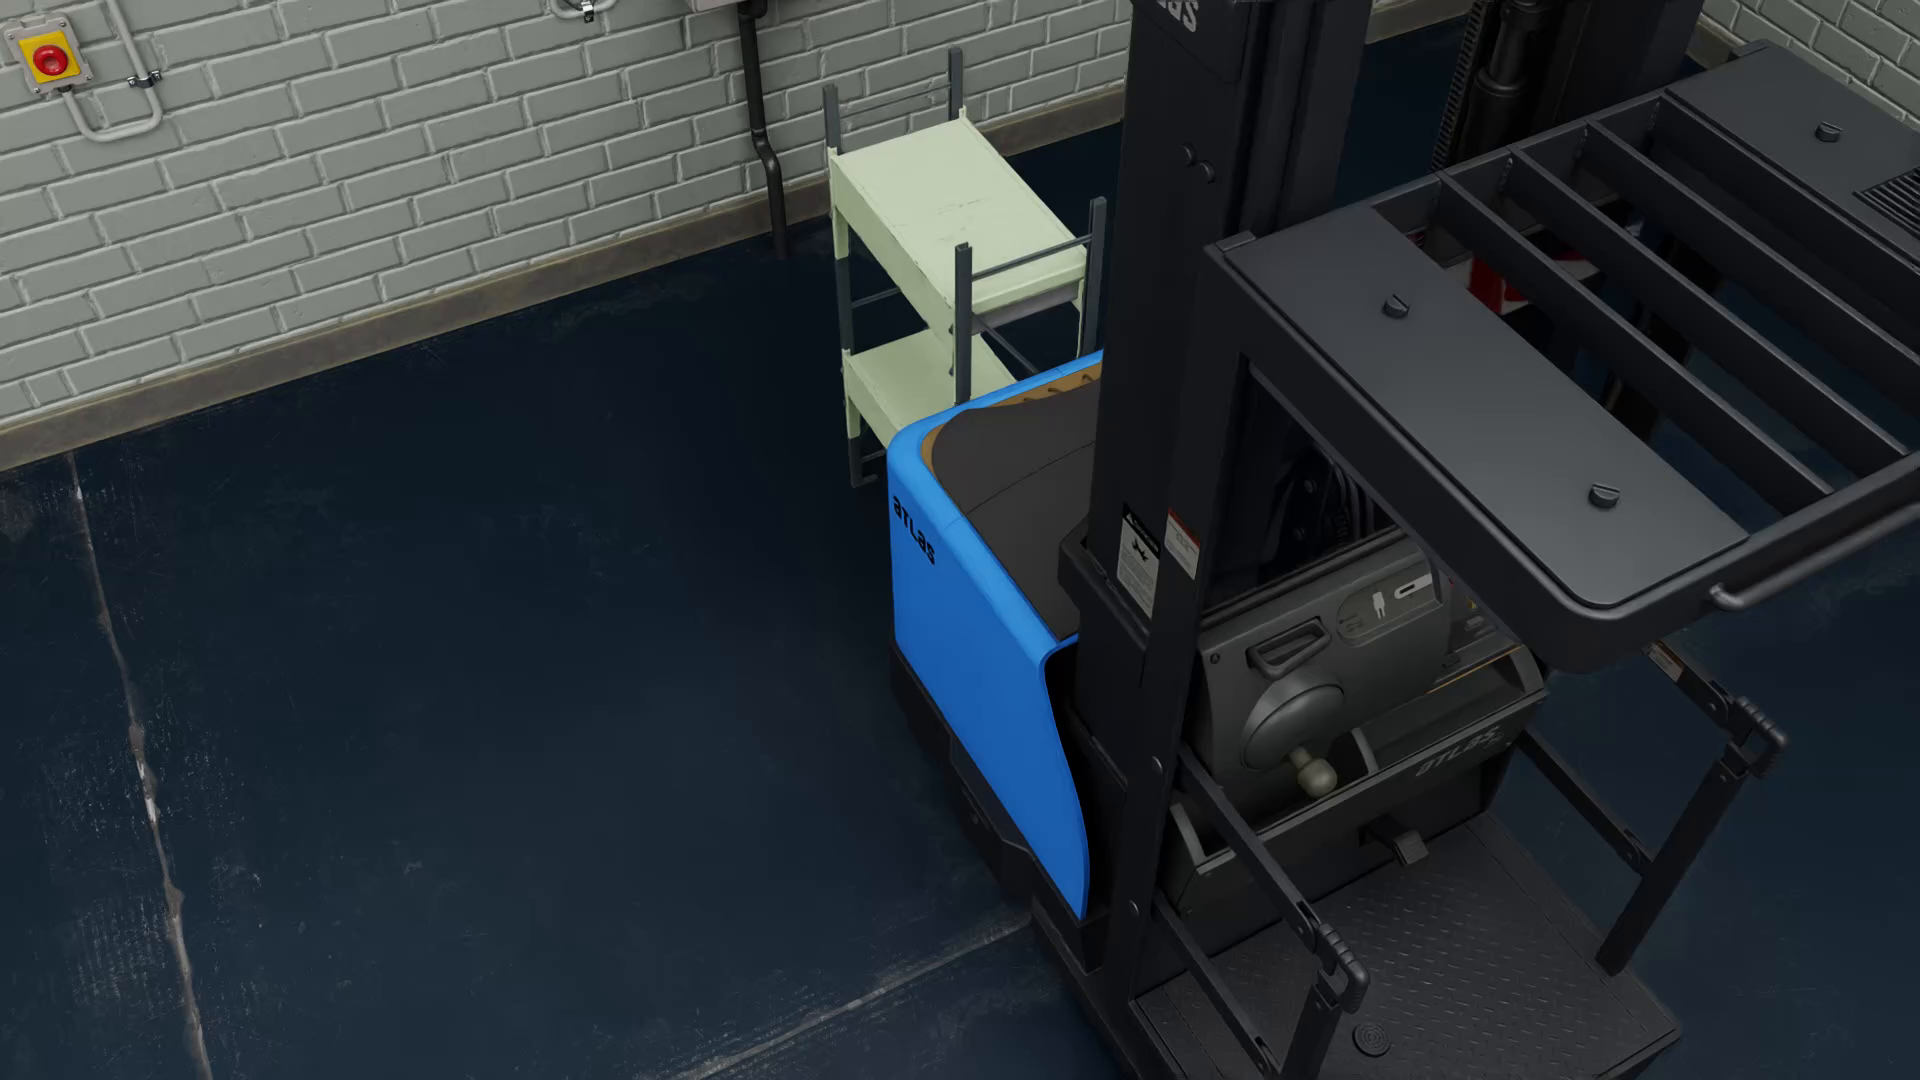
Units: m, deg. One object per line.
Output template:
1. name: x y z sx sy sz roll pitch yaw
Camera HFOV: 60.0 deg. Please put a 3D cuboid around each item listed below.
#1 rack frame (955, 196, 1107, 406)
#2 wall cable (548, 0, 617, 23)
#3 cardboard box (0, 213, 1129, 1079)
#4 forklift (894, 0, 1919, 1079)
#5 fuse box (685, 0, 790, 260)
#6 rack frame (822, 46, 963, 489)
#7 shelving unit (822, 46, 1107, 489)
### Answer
1. rack frame: 0.170 -0.251 4.473 0.400 1.500 0.023 -22 52 -18
2. wall cable: -1.302 -2.241 4.542 0.588 1.984 0.122 -21 52 -18
3. cardboard box: 0.162 3.641 1.036 6.103 1.550 13.522 -22 52 -18
4. forklift: 0.974 0.338 3.066 1.107 2.843 2.937 -23 53 -19
5. fuse box: -0.623 -1.612 5.523 0.539 1.711 0.414 -21 52 -18
6. rack frame: -0.174 -0.738 4.899 0.400 1.500 0.023 -22 52 -18
7. shelving unit: -0.002 -0.494 4.686 0.400 1.500 0.755 -22 52 -18
